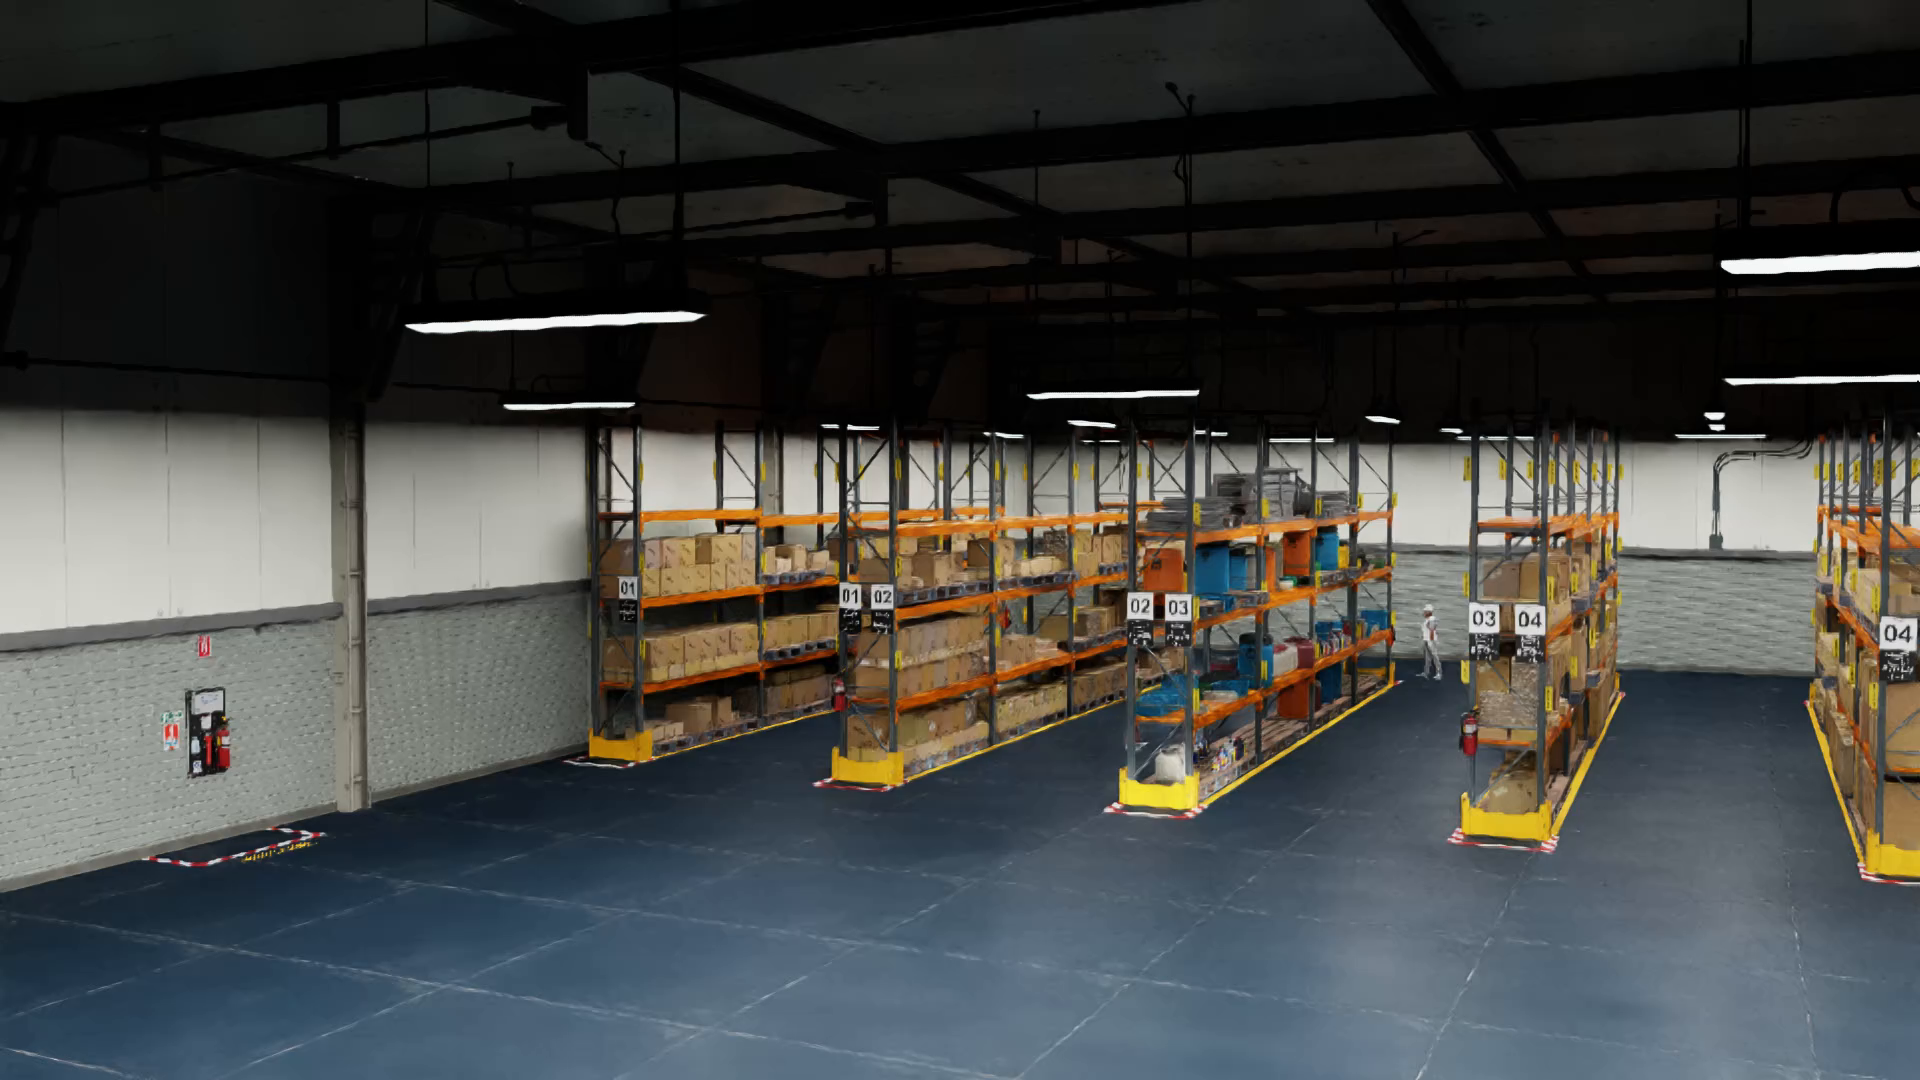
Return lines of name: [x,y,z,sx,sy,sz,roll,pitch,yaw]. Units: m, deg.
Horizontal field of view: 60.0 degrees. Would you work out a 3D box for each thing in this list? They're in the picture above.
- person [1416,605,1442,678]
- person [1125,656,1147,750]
person: [11.394,2.458,40.307,0.556,1.787,0.666,0,2,6]
person: [3.174,2.919,29.956,0.441,1.675,0.498,0,2,-5]
